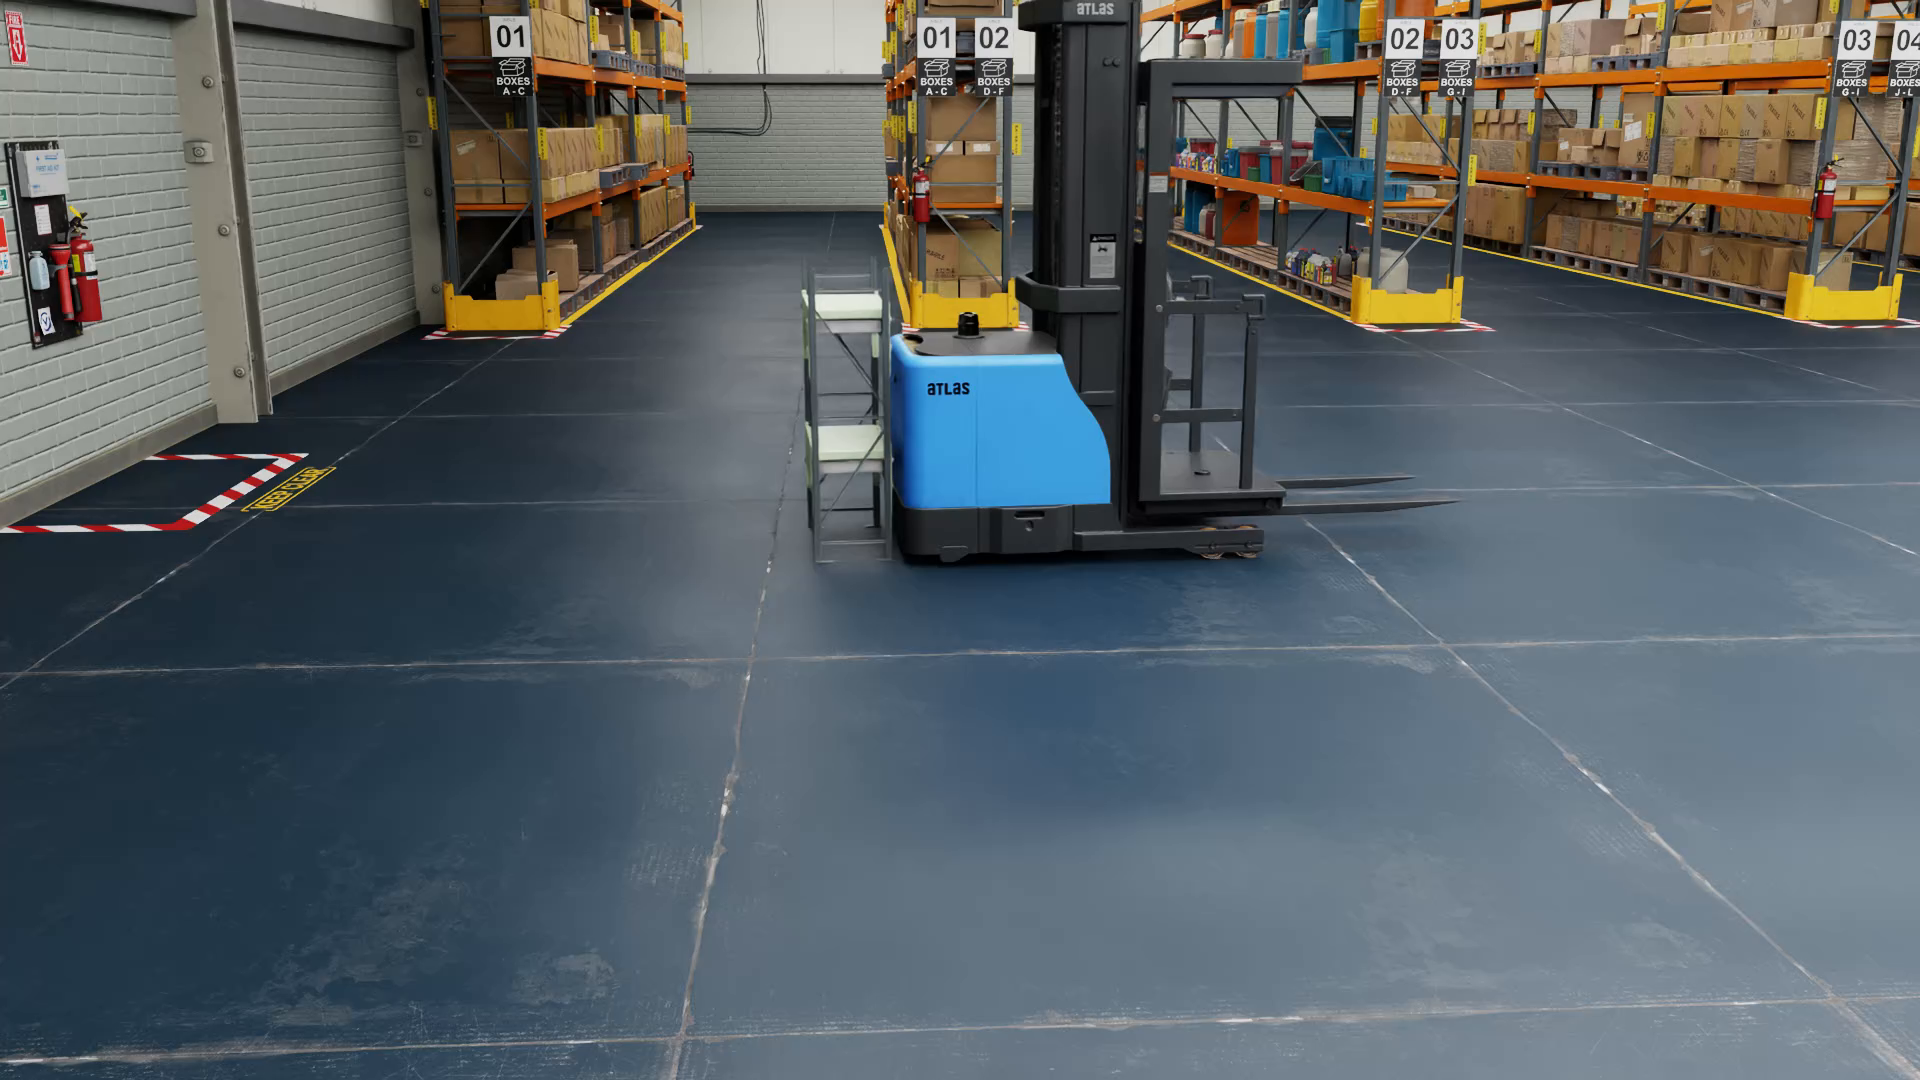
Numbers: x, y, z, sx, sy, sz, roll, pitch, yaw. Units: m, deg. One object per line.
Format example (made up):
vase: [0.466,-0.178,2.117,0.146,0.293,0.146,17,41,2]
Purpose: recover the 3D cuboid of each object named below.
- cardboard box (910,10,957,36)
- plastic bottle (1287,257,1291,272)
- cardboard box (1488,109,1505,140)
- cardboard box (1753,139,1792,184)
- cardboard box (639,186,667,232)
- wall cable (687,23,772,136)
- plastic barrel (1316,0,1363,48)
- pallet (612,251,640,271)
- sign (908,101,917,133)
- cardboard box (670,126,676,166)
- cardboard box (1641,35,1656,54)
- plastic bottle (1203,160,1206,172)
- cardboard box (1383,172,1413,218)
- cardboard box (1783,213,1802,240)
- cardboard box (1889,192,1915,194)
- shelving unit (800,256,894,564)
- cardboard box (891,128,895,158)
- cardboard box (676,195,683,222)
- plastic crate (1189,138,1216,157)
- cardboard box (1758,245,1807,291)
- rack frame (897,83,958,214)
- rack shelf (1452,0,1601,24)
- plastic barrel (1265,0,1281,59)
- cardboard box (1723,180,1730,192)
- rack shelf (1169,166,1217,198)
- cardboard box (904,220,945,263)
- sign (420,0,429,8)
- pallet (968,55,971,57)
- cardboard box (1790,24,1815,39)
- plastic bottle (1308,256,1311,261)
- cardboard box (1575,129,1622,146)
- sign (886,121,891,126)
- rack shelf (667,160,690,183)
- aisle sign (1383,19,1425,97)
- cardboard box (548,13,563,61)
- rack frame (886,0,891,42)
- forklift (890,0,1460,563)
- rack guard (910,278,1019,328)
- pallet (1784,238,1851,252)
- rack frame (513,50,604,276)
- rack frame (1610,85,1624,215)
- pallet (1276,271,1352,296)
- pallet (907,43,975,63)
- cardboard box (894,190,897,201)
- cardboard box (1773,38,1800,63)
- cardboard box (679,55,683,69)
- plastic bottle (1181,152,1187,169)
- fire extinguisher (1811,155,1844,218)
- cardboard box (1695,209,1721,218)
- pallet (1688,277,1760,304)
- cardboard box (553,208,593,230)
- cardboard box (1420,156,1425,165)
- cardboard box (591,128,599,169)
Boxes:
cardboard box: [-0.289,-5.719,18.393,0.500,0.250,0.500,-1,14,-3]
plastic bottle: [4.330,-3.603,21.742,0.097,0.201,0.097,0,14,0]
cardboard box: [9.322,-6.973,27.892,0.797,0.503,0.637,0,14,-2]
cardboard box: [9.775,-4.390,19.271,0.875,0.500,0.500,-1,14,-3]
cardboard box: [-5.472,-5.695,28.614,0.750,0.750,0.750,-1,14,-3]
wall cable: [-5.884,-10.501,38.013,3.097,2.526,0.112,-1,14,-3]
plastic barrel: [4.696,-6.506,20.423,0.600,0.901,0.708,-1,14,-3]
pallet: [-5.347,-4.153,24.744,1.003,0.211,1.213,-1,14,-3]
sign: [-0.497,-4.456,17.528,0.100,0.325,0.005,-1,14,-3]
cardboard box: [-5.699,-7.155,30.213,0.980,0.700,0.700,-1,14,-5]
cardboard box: [9.527,-6.756,22.671,0.396,0.266,0.258,0,14,-1]
plastic bottle: [4.003,-6.080,27.037,0.097,0.201,0.097,0,14,0]
cardboard box: [9.061,-6.933,33.375,0.875,0.875,0.875,-1,14,-3]
cardboard box: [14.064,-5.260,27.626,0.500,0.500,0.500,0,14,-1]
cardboard box: [18.973,-6.870,34.006,0.875,0.438,0.875,-1,14,-5]
shelving unit: [-0.599,-0.704,8.750,0.431,1.500,0.755,-2,15,-7]
cardboard box: [-0.786,-6.731,28.123,0.700,0.500,0.500,1,14,5]
cardboard box: [-5.716,-6.383,31.990,0.700,0.500,0.500,-1,14,-4]
plastic crate: [4.441,-7.132,30.476,0.402,0.464,0.583,-1,14,-3]
cardboard box: [9.840,-3.234,19.751,0.500,0.500,0.500,3,15,11]
rack frame: [-0.450,-5.775,25.453,1.000,3.000,0.127,-1,14,-3]
rack shelf: [9.313,-8.788,27.369,1.077,0.370,4.000,-1,14,-3]
plastic barrel: [4.453,-6.837,22.555,0.600,0.901,0.600,0,14,0]
cardboard box: [9.565,-4.319,20.295,0.380,0.149,0.250,-1,14,-3]
rack shelf: [4.370,-6.000,27.770,1.077,0.370,4.000,-1,14,-3]
cardboard box: [-0.424,-3.647,20.350,0.500,0.500,0.500,-1,14,-3]
sign: [-5.454,-5.586,16.922,0.100,0.325,0.005,-1,14,-3]
pallet: [-0.270,-6.360,22.089,0.805,0.209,1.217,-1,15,-6]
cardboard box: [9.579,-5.708,18.673,0.380,0.149,0.250,-2,15,-6]
plastic bottle: [4.435,-3.458,21.038,0.097,0.271,0.097,0,14,0]
cardboard box: [9.645,-5.908,24.926,0.700,0.500,0.500,1,14,5]
sign: [-1.239,-7.179,29.172,0.100,0.325,0.005,-1,14,-3]
rack shelf: [-5.766,-6.842,31.042,1.077,0.370,4.000,-1,14,-3]
aisle sign: [4.697,-5.098,17.603,0.394,0.787,0.004,-1,14,-3]
cardboard box: [-4.704,-5.569,18.392,0.500,0.500,0.500,0,14,-1]
rack frame: [-0.946,-10.670,32.438,1.000,3.000,0.127,-1,14,-3]
forklift: [1.150,-1.448,8.772,3.031,2.935,1.130,-2,15,-7]
rack guard: [0.047,-2.569,18.009,1.175,0.500,0.348,-1,14,-3]
pallet: [14.347,-4.823,27.347,1.003,0.211,1.213,-1,14,-3]
rack frame: [-5.147,-4.703,21.286,1.000,3.000,0.127,-1,14,-3]
rack frame: [13.898,-7.968,33.977,1.000,3.000,0.127,-1,14,-3]
pallet: [4.741,-3.338,21.576,1.003,0.211,1.213,-1,14,-3]
pallet: [-0.124,-5.979,20.401,1.003,0.211,1.213,-1,14,-3]
cardboard box: [-0.850,-5.763,28.034,0.500,0.250,0.500,-1,14,-3]
cardboard box: [9.615,-5.558,18.889,0.500,0.250,0.500,-1,14,-3]
cardboard box: [-5.580,-9.141,31.773,0.500,0.250,0.500,0,14,-2]
plastic bottle: [3.917,-6.574,28.805,0.152,0.276,0.135,-1,14,-3]
fire extinguisher: [9.480,-3.865,18.183,0.296,0.674,0.183,-1,14,-3]
cardboard box: [13.809,-6.014,30.662,0.380,0.149,0.250,-1,14,-2]
pallet: [9.840,-3.112,20.696,1.003,0.211,1.213,-1,14,-3]
cardboard box: [-5.239,-4.361,22.585,0.500,0.250,0.500,-1,14,-5]
cardboard box: [8.796,-7.063,30.962,0.380,0.149,0.250,-1,14,-2]
cardboard box: [-4.809,-4.891,20.770,0.500,0.500,0.500,-1,14,-4]
